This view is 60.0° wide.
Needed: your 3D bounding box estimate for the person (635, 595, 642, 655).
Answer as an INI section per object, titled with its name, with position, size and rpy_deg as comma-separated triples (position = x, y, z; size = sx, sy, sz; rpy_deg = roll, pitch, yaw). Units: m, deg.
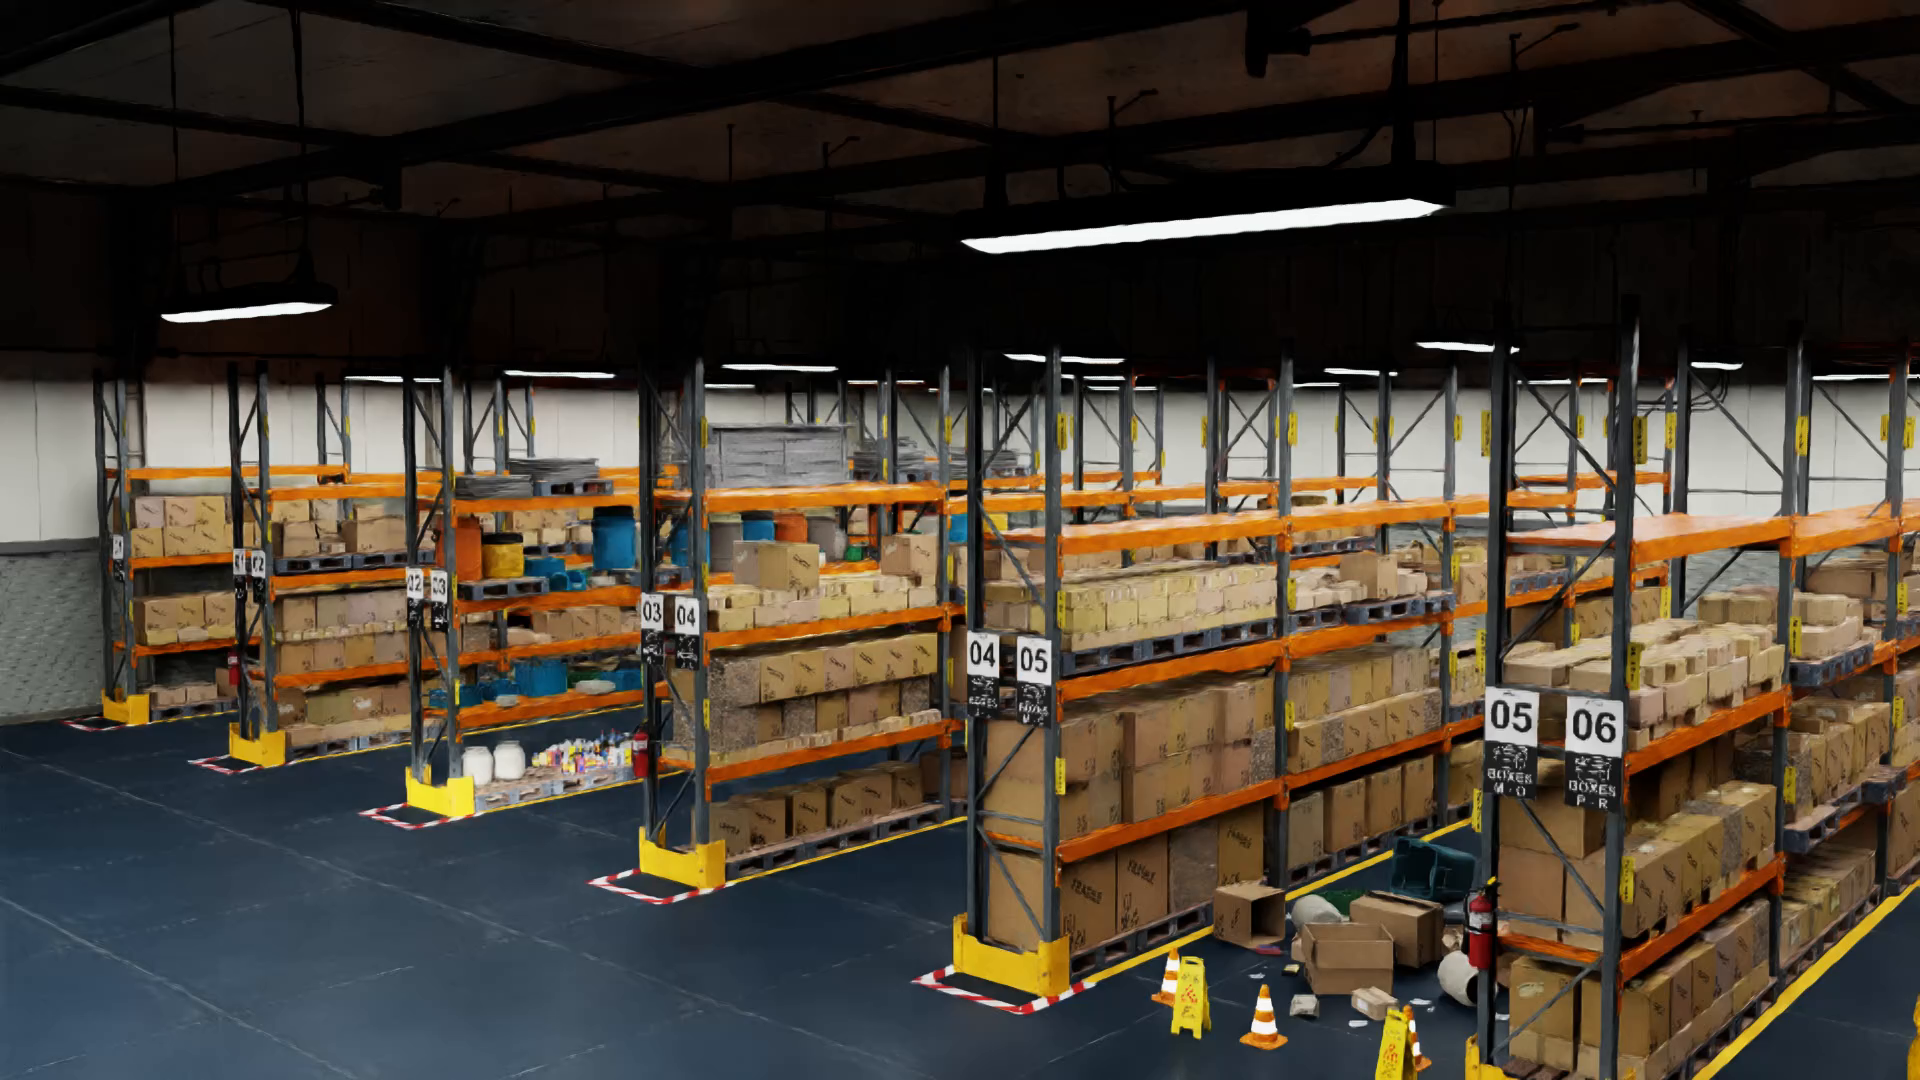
[person]
position = -6.632, 1.785, 34.847
size = 0.448, 1.586, 1.098
rpy_deg = 3, 5, 39
